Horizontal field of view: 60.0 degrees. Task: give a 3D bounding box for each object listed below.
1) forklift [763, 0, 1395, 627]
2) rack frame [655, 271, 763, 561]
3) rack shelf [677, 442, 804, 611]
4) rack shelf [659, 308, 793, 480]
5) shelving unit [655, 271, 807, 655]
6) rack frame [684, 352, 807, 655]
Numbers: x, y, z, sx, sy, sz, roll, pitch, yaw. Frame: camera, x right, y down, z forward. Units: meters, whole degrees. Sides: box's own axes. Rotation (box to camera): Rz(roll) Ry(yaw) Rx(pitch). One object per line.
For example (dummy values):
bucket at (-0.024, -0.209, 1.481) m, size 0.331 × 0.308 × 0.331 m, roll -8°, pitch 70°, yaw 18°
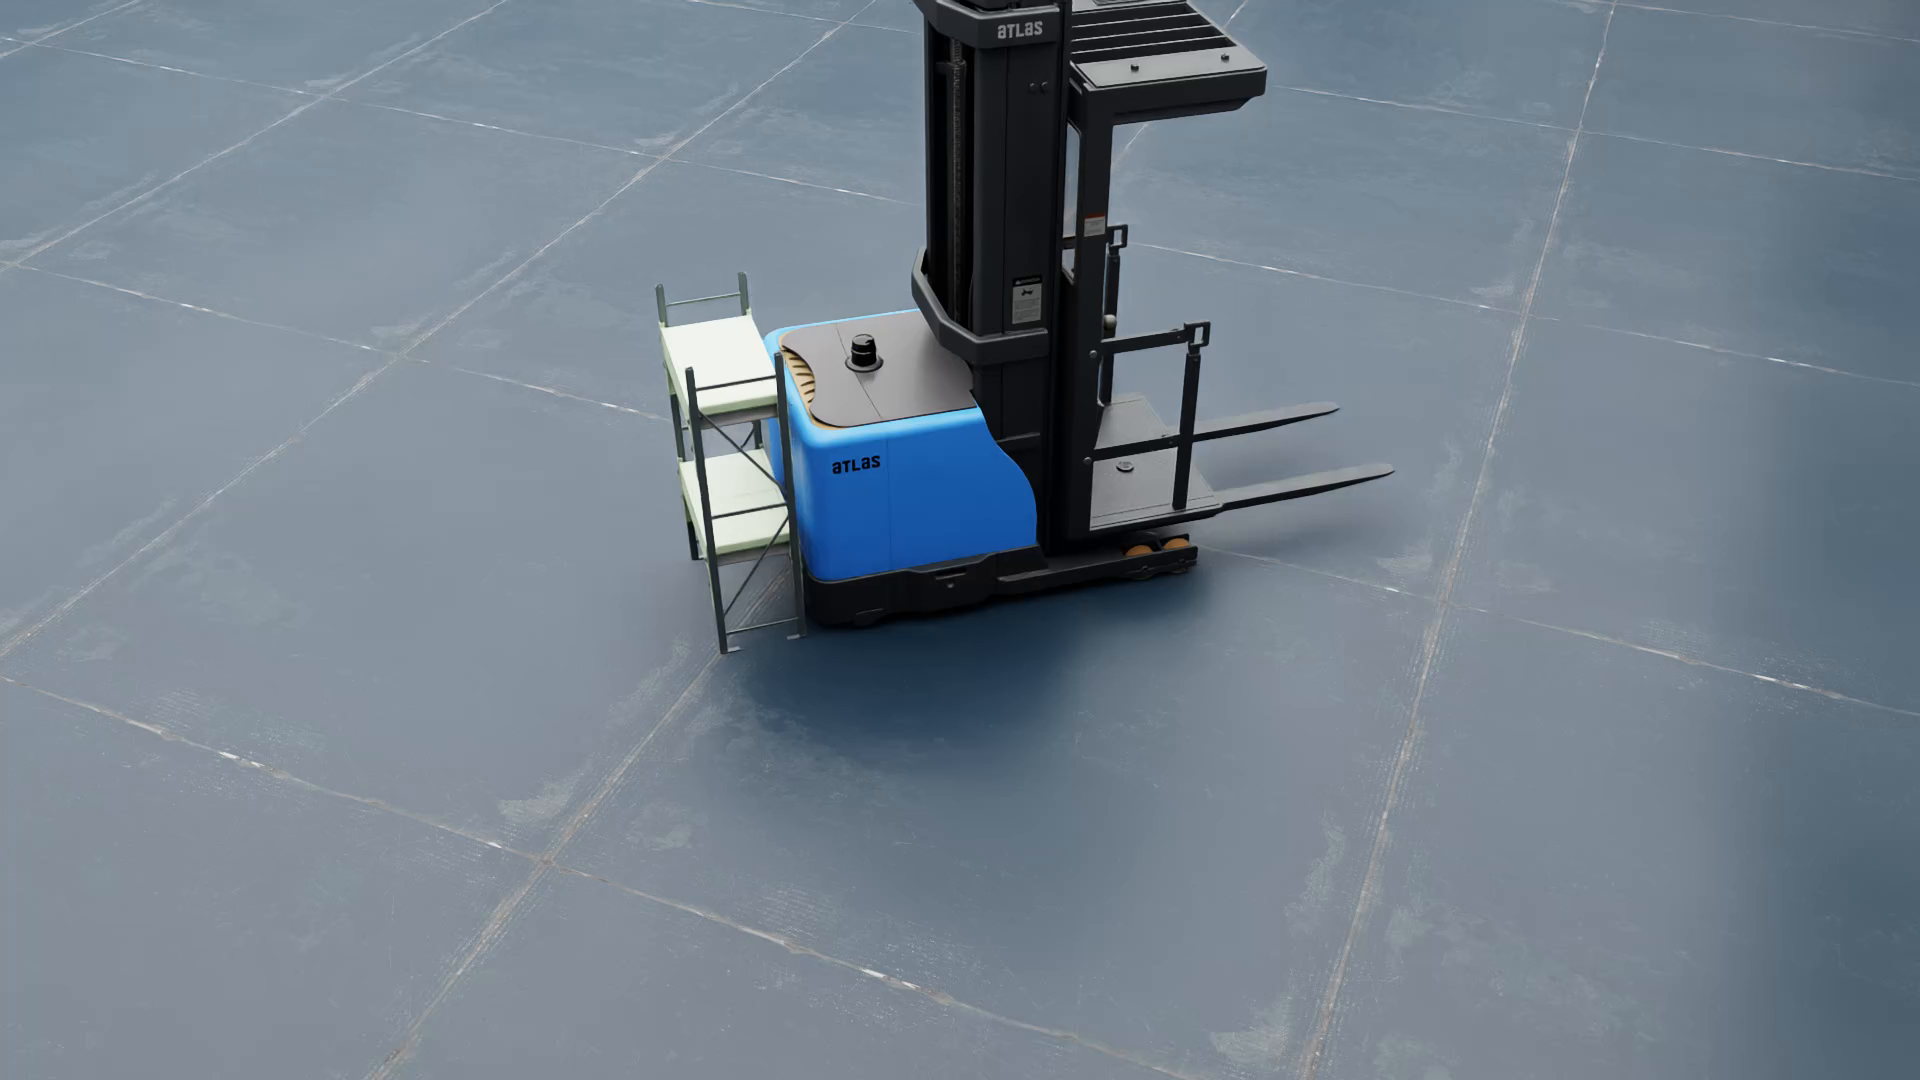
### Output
forklift at (0.639, -1.275, 7.508) m, size 3.031 × 2.935 × 1.130 m, roll -10°, pitch 38°, yaw -13°
rack frame at (-1.126, -0.541, 7.717) m, size 0.400 × 1.500 × 0.023 m, roll -11°, pitch 38°, yaw -14°
rack shelf at (-1.013, -0.071, 7.633) m, size 0.431 × 0.370 × 0.720 m, roll -11°, pitch 38°, yaw -14°
rack shelf at (-1.019, -0.644, 7.203) m, size 0.431 × 0.370 × 0.720 m, roll -11°, pitch 38°, yaw -14°
shelving unit at (-1.016, -0.332, 7.437) m, size 0.431 × 1.500 × 0.755 m, roll -11°, pitch 38°, yaw -14°
rack frame at (-0.905, -0.123, 7.158) m, size 0.400 × 1.500 × 0.023 m, roll -11°, pitch 38°, yaw -14°
